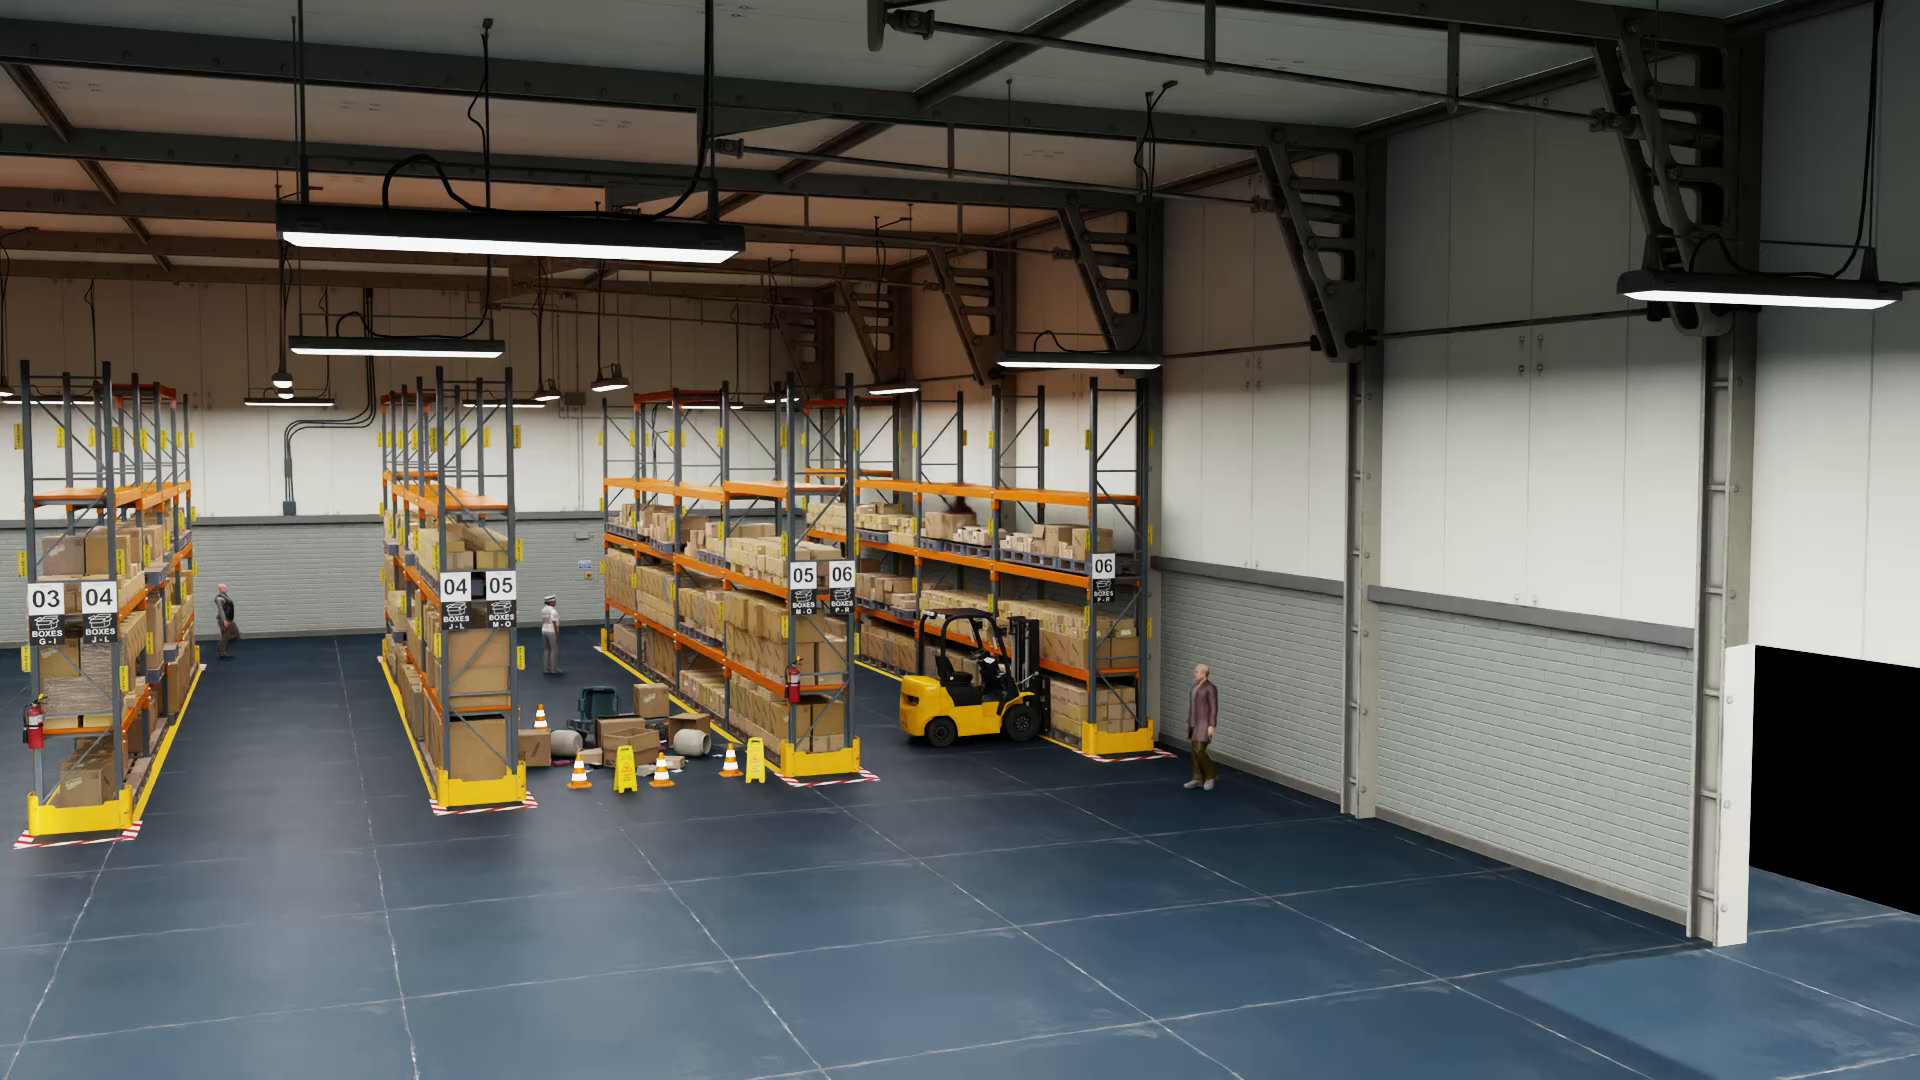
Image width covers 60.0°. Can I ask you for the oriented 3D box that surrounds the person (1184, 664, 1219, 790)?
[{"bbox_3d":[3.450,2.670,23.826,0.482,1.781,0.635,-1,4,-23],"label":"person"}]

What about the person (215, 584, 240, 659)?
[{"bbox_3d":[-16.735,1.849,37.979,0.462,1.708,0.573,-1,4,-11],"label":"person"}]

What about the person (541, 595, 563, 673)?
[{"bbox_3d":[-8.747,2.011,35.607,0.508,1.682,0.377,3,4,40],"label":"person"}]
